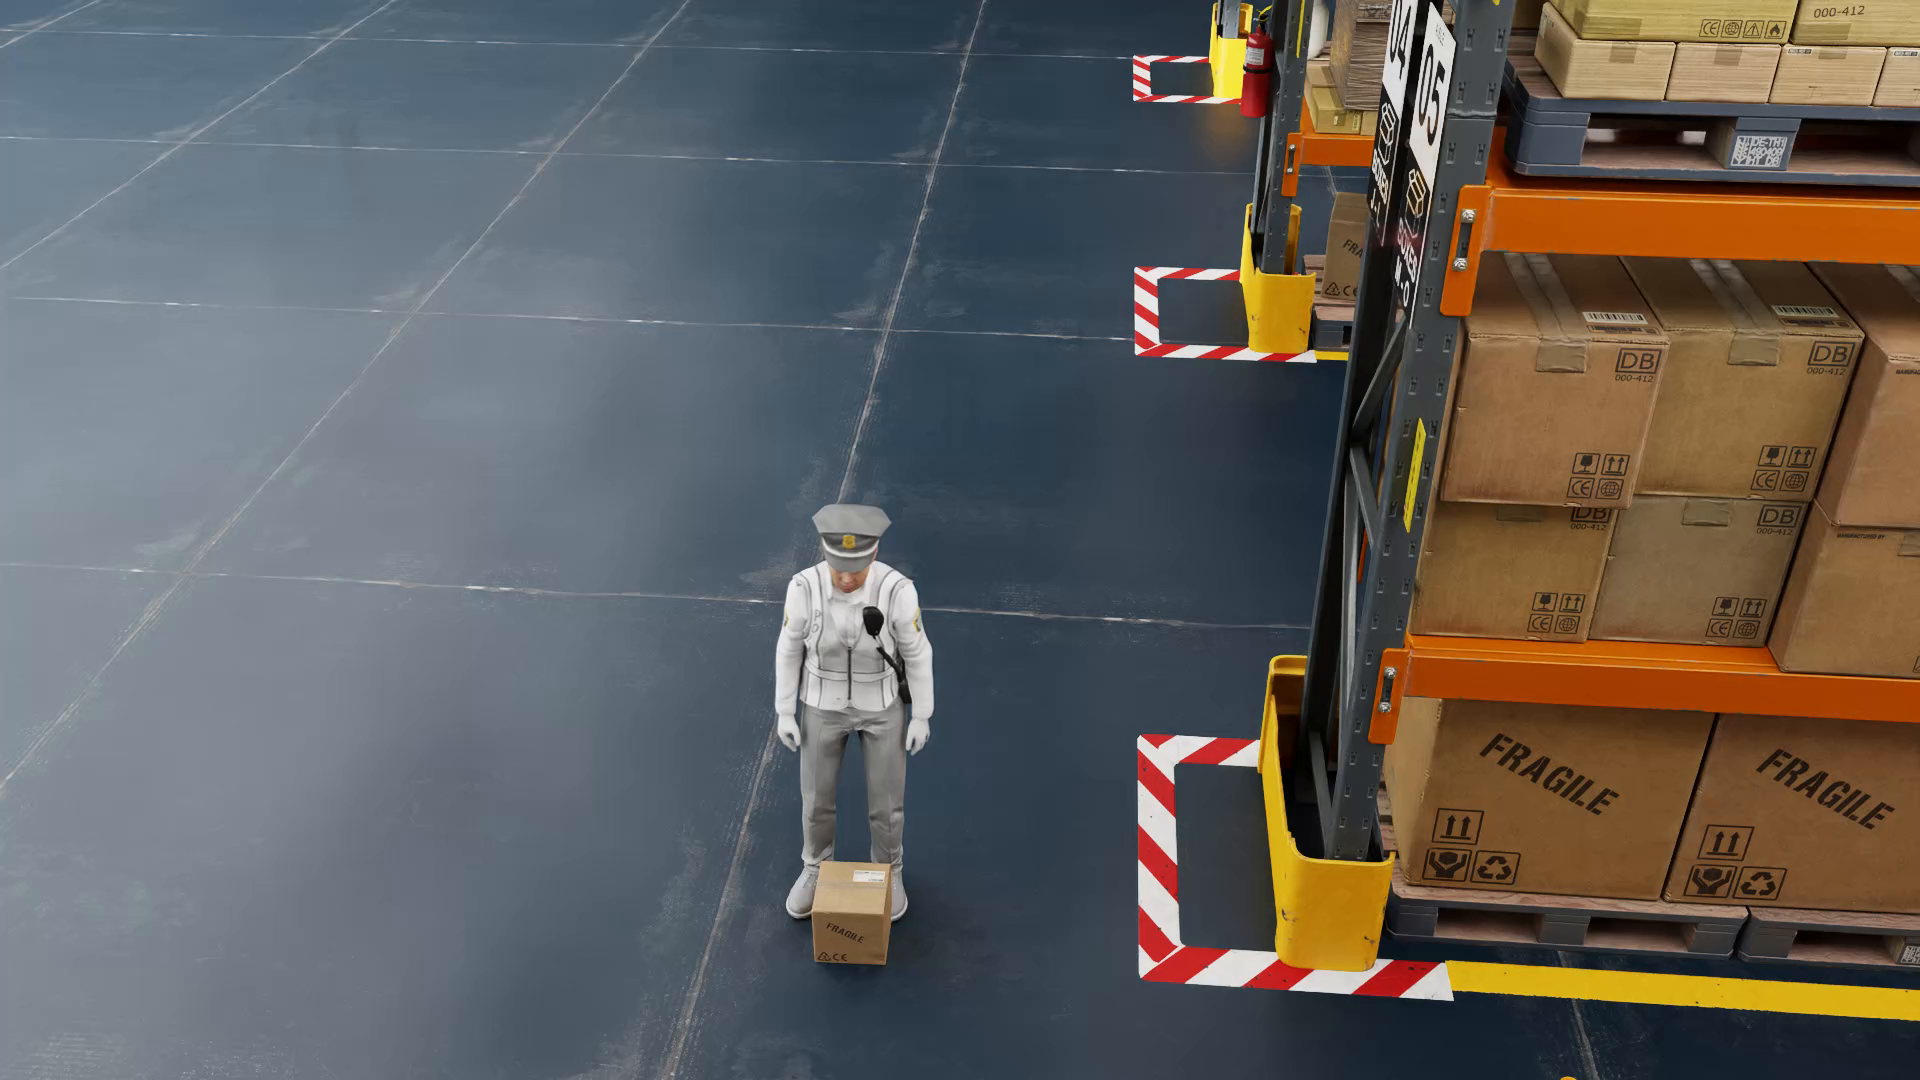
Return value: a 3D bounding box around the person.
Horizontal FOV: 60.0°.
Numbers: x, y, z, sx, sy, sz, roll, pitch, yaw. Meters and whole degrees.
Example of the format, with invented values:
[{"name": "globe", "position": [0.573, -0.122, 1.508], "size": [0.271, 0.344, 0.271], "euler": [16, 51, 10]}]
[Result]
[{"name": "person", "position": [-0.359, 0.592, 5.691], "size": [0.540, 1.664, 0.375], "euler": [2, 32, 3]}]
